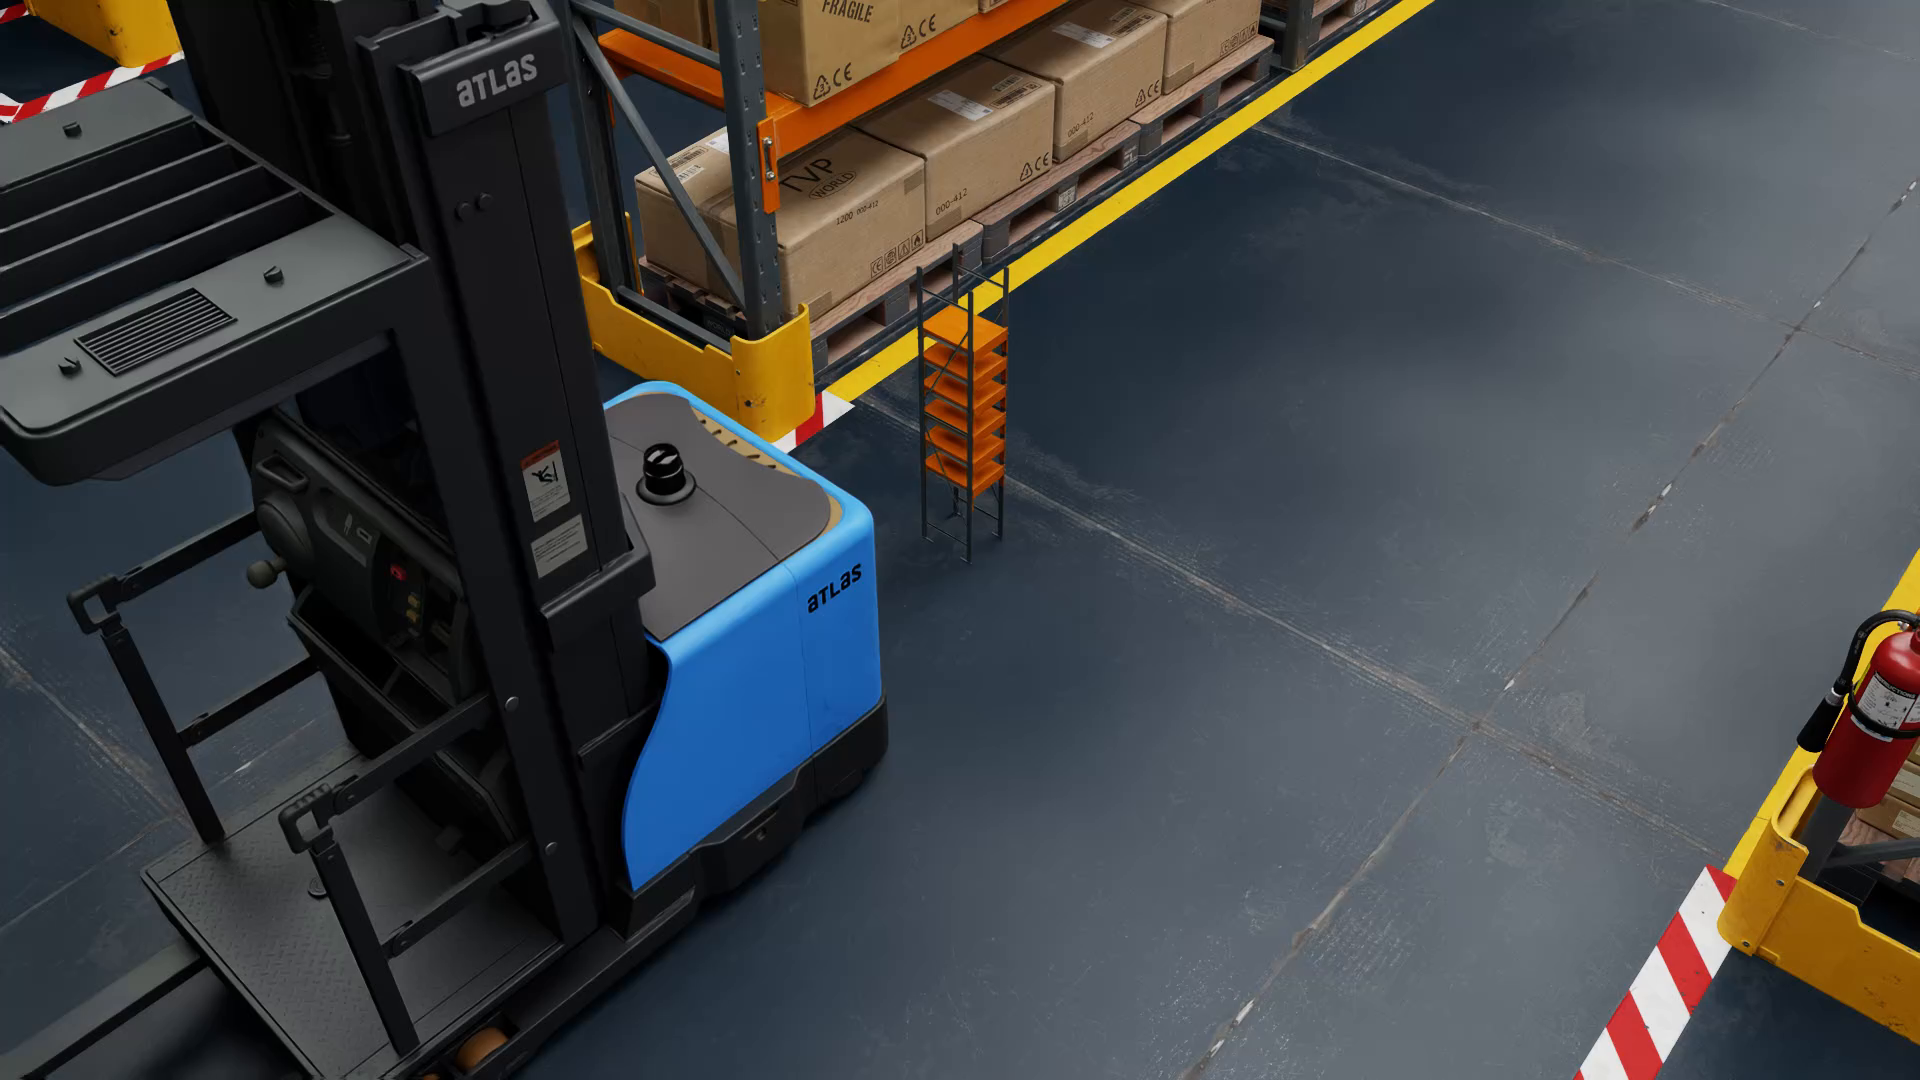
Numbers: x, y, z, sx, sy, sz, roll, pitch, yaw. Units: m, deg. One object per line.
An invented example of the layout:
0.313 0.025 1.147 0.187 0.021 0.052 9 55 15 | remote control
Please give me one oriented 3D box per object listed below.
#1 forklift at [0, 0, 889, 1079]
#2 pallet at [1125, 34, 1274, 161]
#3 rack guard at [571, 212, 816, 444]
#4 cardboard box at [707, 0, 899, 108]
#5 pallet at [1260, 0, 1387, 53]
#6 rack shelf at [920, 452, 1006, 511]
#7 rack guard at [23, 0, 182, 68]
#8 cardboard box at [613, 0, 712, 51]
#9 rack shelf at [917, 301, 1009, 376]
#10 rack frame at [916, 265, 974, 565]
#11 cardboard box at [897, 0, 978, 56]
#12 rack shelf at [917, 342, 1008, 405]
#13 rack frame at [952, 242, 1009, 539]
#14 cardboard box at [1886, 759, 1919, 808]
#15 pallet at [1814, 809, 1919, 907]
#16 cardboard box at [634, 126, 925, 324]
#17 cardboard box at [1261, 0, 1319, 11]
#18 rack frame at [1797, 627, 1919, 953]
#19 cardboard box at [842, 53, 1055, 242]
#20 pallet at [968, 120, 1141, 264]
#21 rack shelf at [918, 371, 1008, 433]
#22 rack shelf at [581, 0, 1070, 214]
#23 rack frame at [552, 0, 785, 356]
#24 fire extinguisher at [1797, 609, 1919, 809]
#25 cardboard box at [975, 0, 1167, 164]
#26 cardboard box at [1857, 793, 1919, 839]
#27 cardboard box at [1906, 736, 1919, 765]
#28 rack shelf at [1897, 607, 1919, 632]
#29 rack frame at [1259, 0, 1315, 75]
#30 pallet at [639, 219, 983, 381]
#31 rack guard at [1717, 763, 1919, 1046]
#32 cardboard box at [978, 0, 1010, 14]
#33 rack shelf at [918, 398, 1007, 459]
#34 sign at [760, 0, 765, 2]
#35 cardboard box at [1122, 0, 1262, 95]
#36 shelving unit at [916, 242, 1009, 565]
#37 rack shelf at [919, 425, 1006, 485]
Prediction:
-1.605 0.129 3.930 1.130 2.935 3.031 32 51 30 | forklift
0.917 -2.494 8.836 1.003 0.211 1.213 29 50 28 | pallet
-1.123 -0.887 6.854 1.175 0.500 0.348 29 50 28 | rack guard
-0.579 -1.984 6.128 0.500 0.500 0.500 29 50 28 | cardboard box
1.905 -3.282 9.702 1.003 0.211 1.213 29 50 28 | pallet
0.009 -0.241 6.046 0.258 0.103 0.180 29 50 28 | rack shelf
-4.861 -3.085 9.272 1.175 0.500 0.348 29 50 28 | rack guard
-1.000 -2.224 6.392 0.500 0.500 0.500 30 50 29 | cardboard box
0.009 -0.685 5.642 0.258 0.103 0.180 29 50 28 | rack shelf
-0.050 -0.404 5.803 0.240 1.200 0.006 29 50 28 | rack frame
-0.275 -2.256 6.428 0.500 0.500 0.500 29 50 28 | cardboard box
0.009 -0.596 5.723 0.258 0.103 0.180 29 50 28 | rack shelf
0.068 -0.498 5.906 0.240 1.200 0.006 29 50 28 | rack frame
2.867 0.661 4.879 0.380 0.149 0.250 28 49 27 | cardboard box
3.345 0.857 5.151 1.003 0.211 1.213 29 50 28 | pallet
-0.760 -1.415 7.168 0.875 0.438 0.875 28 49 27 | cardboard box
1.804 -3.607 9.254 0.875 0.875 0.875 31 51 30 | cardboard box
2.746 0.267 3.727 1.000 3.000 0.127 29 50 28 | rack frame
-0.177 -1.889 7.691 0.875 0.438 0.875 31 51 29 | cardboard box
0.132 -1.863 8.142 1.003 0.211 1.213 29 50 28 | pallet
0.009 -0.507 5.804 0.258 0.103 0.180 29 50 28 | rack shelf
0.179 -2.588 7.401 1.077 0.370 4.000 29 50 28 | rack shelf
-1.108 -1.824 6.026 1.000 3.000 0.127 29 50 28 | rack frame
2.230 0.364 3.955 0.296 0.674 0.183 29 50 28 | fire extinguisher
0.404 -2.353 8.200 0.875 0.438 0.875 28 49 27 | cardboard box
2.925 0.805 4.942 0.380 0.149 0.250 30 50 29 | cardboard box
2.892 0.564 4.765 0.380 0.149 0.250 30 50 29 | cardboard box
4.033 -0.497 5.101 1.077 0.370 4.000 29 50 28 | rack shelf
1.466 -3.884 8.291 1.000 3.000 0.127 29 50 28 | rack frame
-0.653 -1.238 7.455 1.003 0.211 1.213 29 50 28 | pallet
2.795 1.153 4.610 1.175 0.500 0.348 29 50 28 | rack guard
0.066 -2.510 6.707 0.500 0.500 0.500 29 50 28 | cardboard box
0.009 -0.419 5.884 0.258 0.103 0.180 29 50 28 | rack shelf
-0.687 -1.930 5.441 0.100 0.325 0.005 29 50 28 | sign
0.980 -2.814 8.708 0.875 0.438 0.875 29 50 28 | cardboard box
0.009 -0.451 5.855 0.258 1.200 0.189 29 50 28 | shelving unit
0.009 -0.330 5.965 0.258 0.103 0.180 29 50 28 | rack shelf
